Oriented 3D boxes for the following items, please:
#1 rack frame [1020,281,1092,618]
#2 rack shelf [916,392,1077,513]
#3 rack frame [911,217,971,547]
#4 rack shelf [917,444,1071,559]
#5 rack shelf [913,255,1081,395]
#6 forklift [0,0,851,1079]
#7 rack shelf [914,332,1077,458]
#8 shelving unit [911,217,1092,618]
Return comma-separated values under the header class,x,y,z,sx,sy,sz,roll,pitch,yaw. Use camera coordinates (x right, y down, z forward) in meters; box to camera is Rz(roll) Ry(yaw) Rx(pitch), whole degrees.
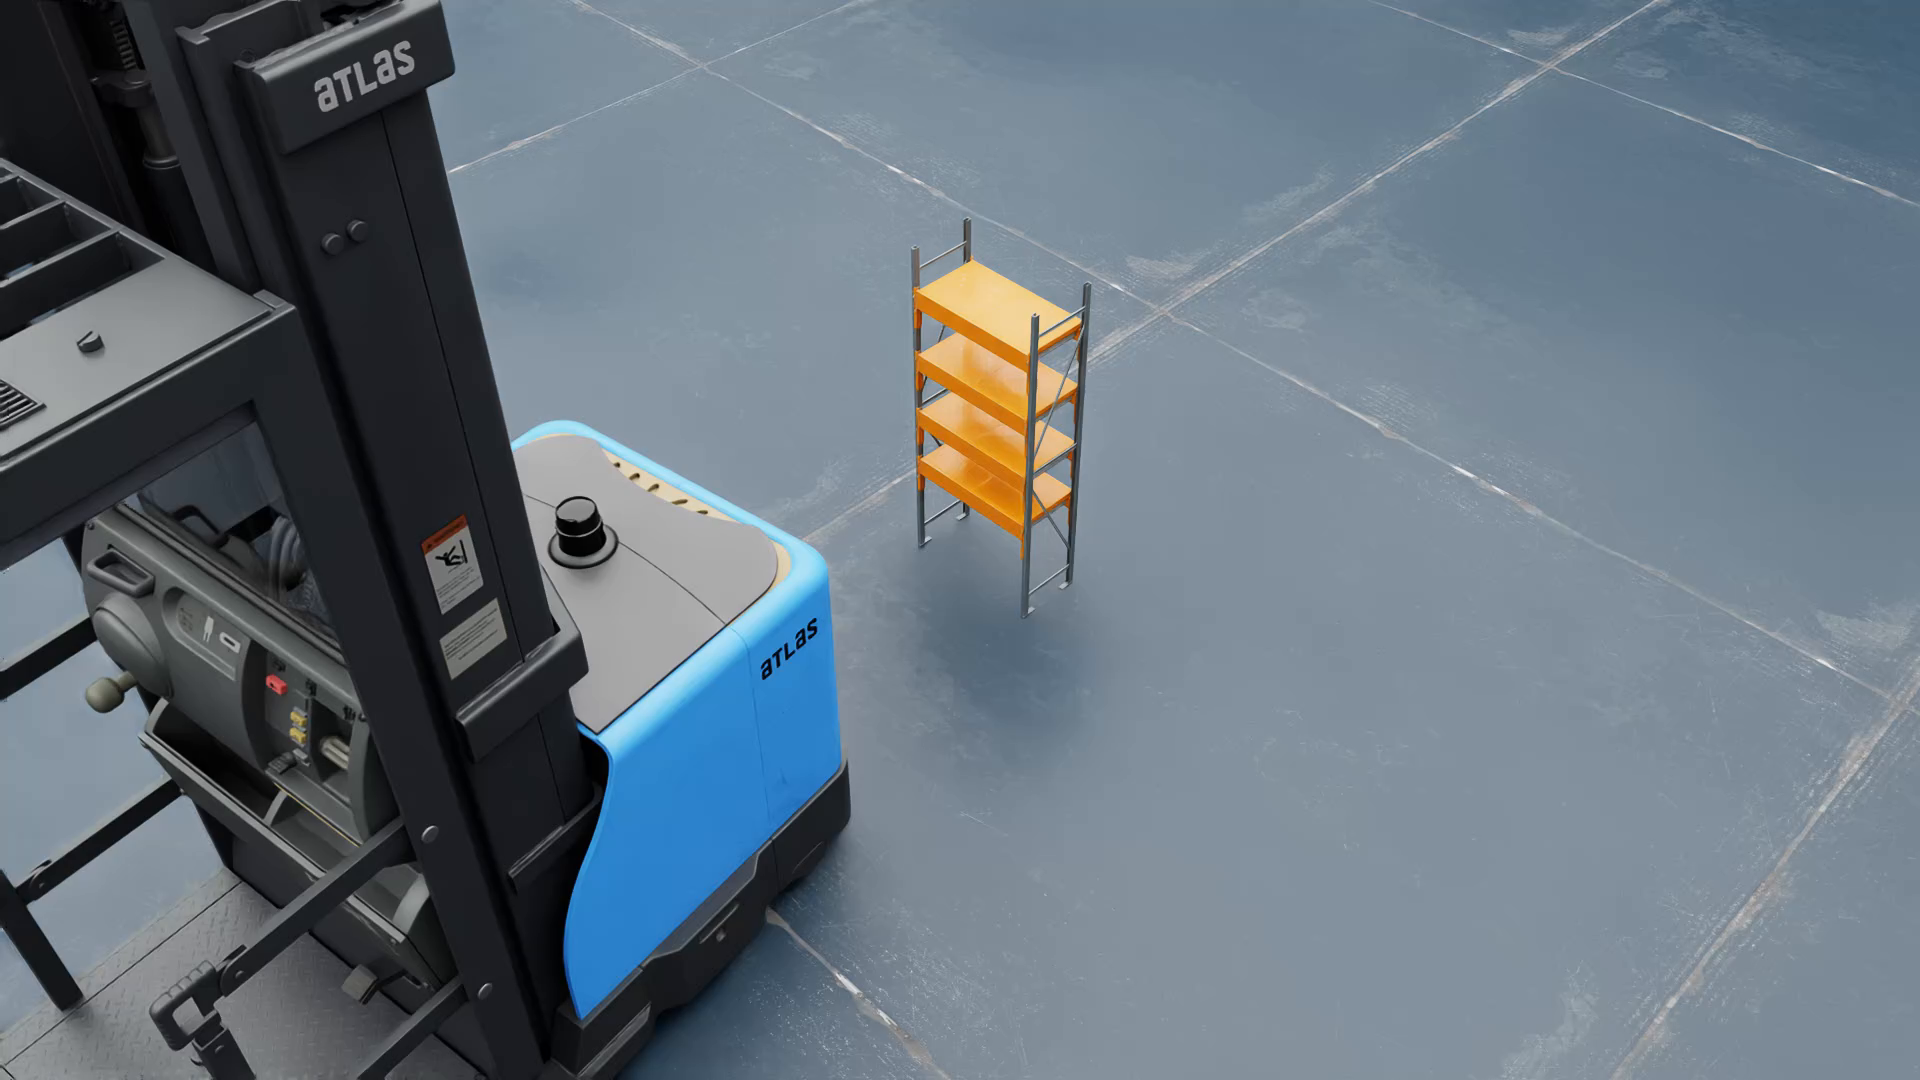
class,x,y,z,sx,sy,sz,roll,pitch,yaw
rack frame,0.289,-0.244,5.130,0.240,1.200,0.015,-34,53,-31
rack shelf,0.117,-0.312,5.302,0.258,0.148,0.480,-34,53,-31
rack frame,-0.055,-0.478,5.384,0.240,1.200,0.015,-34,53,-31
rack shelf,0.117,-0.166,5.437,0.258,0.148,0.480,-34,53,-31
rack shelf,0.117,-0.650,4.990,0.258,0.148,0.480,-34,53,-31
forklift,-1.598,0.356,3.205,1.130,2.935,3.031,27,49,26
rack shelf,0.117,-0.476,5.151,0.258,0.148,0.480,-34,53,-31
shelving unit,0.117,-0.361,5.257,0.258,1.200,0.503,-34,53,-31
